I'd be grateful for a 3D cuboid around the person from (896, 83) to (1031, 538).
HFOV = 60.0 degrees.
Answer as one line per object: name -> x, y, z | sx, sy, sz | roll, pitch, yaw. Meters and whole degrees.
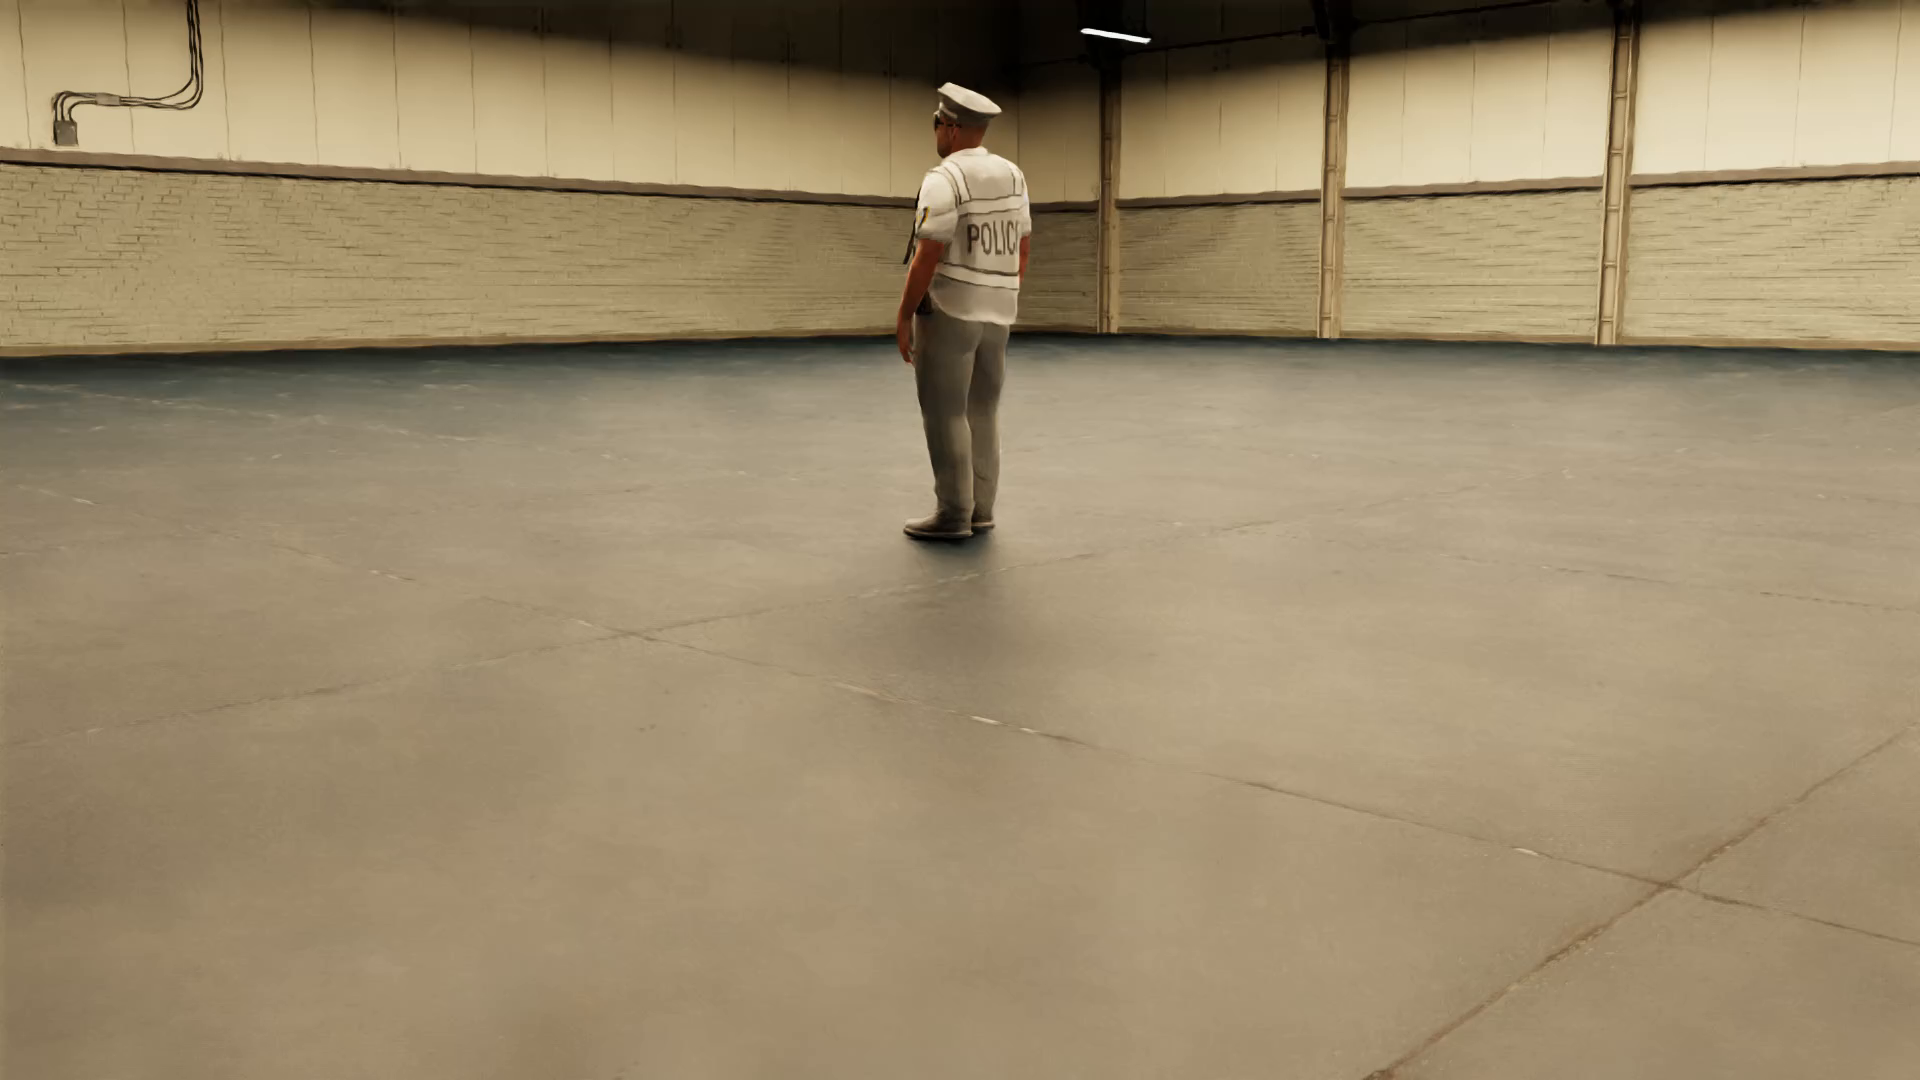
person -> -0.048, -0.895, 6.646 | 0.574, 1.773, 0.640 | 8, 12, 43
